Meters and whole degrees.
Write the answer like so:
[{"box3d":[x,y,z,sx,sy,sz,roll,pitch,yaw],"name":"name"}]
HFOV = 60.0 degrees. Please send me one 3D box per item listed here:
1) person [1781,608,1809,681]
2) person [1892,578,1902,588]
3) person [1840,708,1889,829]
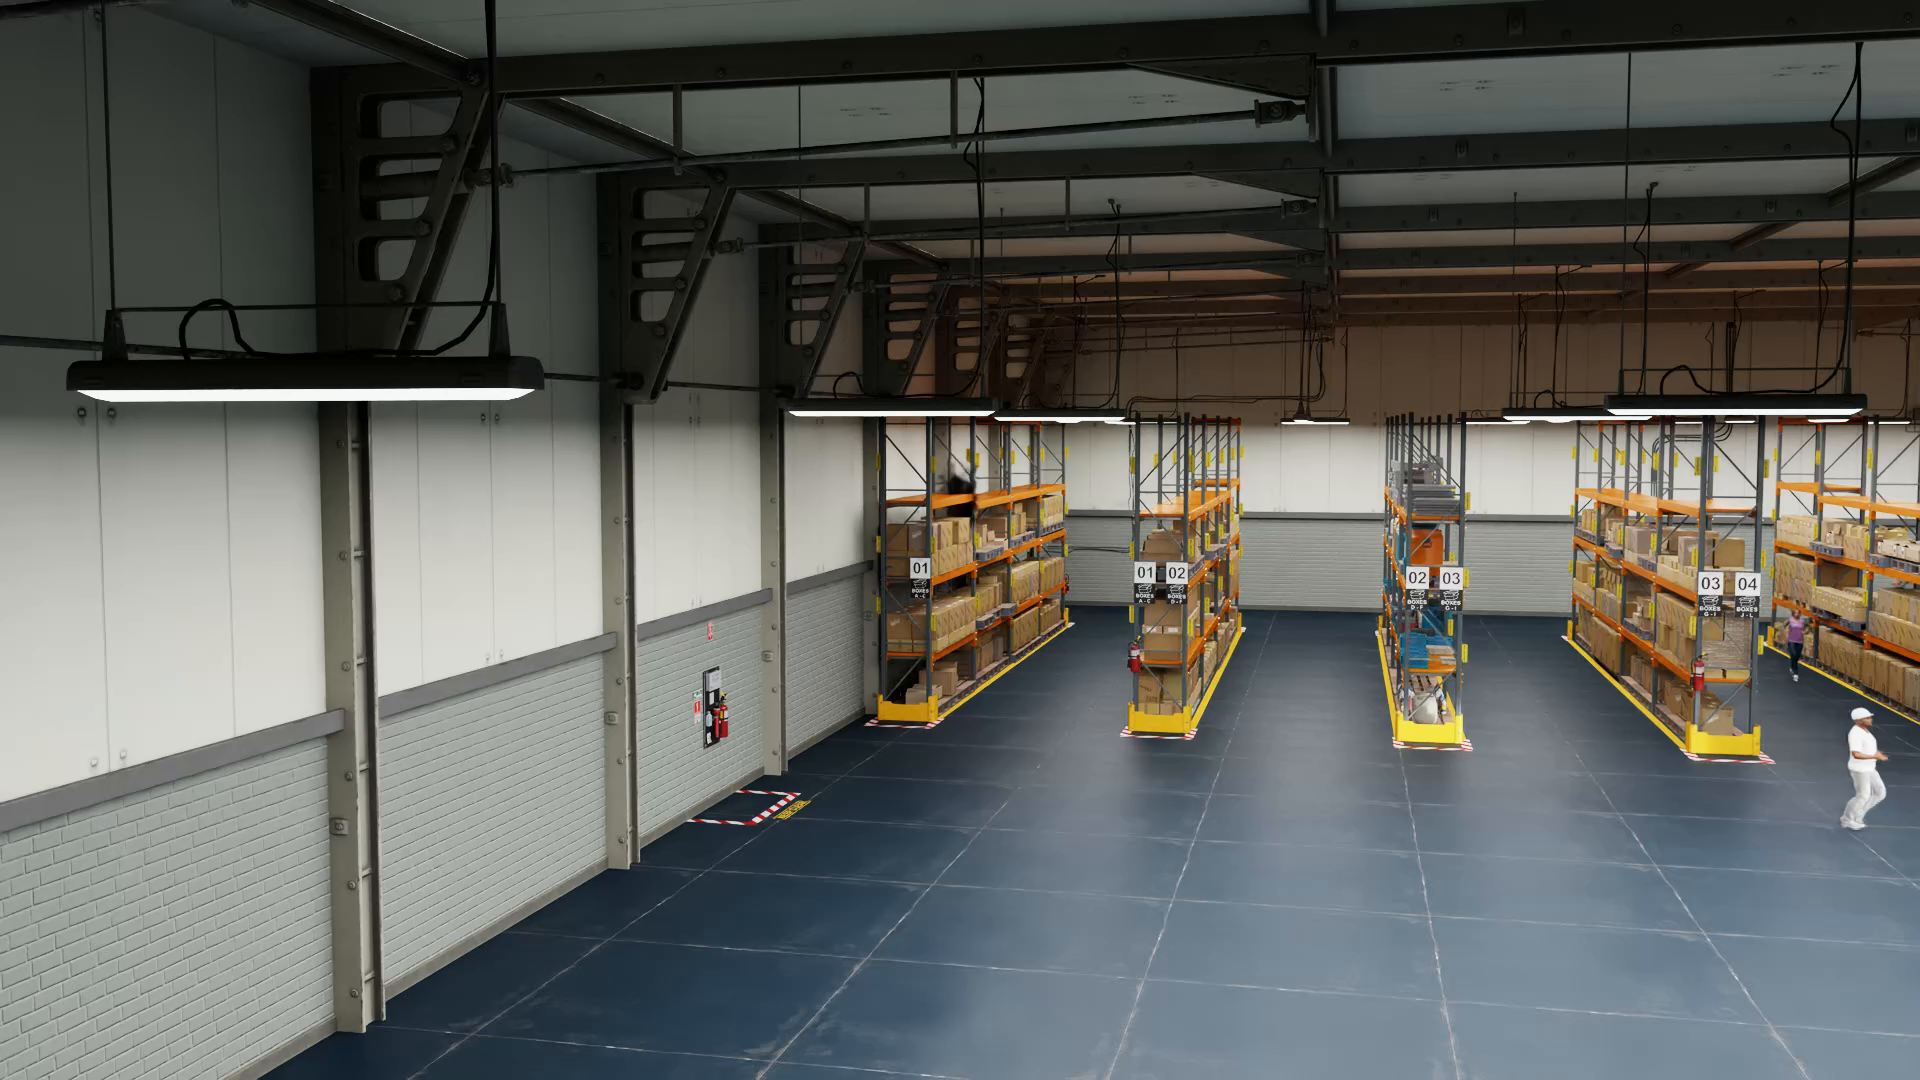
[{"box3d":[18.983,2.347,37.789,0.532,1.606,0.781,1,4,11],"name":"person"},{"box3d":[24.878,1.848,44.274,0.695,1.745,0.684,1,4,12],"name":"person"},{"box3d":[12.841,3.255,23.553,0.629,1.753,0.680,3,5,41],"name":"person"}]
